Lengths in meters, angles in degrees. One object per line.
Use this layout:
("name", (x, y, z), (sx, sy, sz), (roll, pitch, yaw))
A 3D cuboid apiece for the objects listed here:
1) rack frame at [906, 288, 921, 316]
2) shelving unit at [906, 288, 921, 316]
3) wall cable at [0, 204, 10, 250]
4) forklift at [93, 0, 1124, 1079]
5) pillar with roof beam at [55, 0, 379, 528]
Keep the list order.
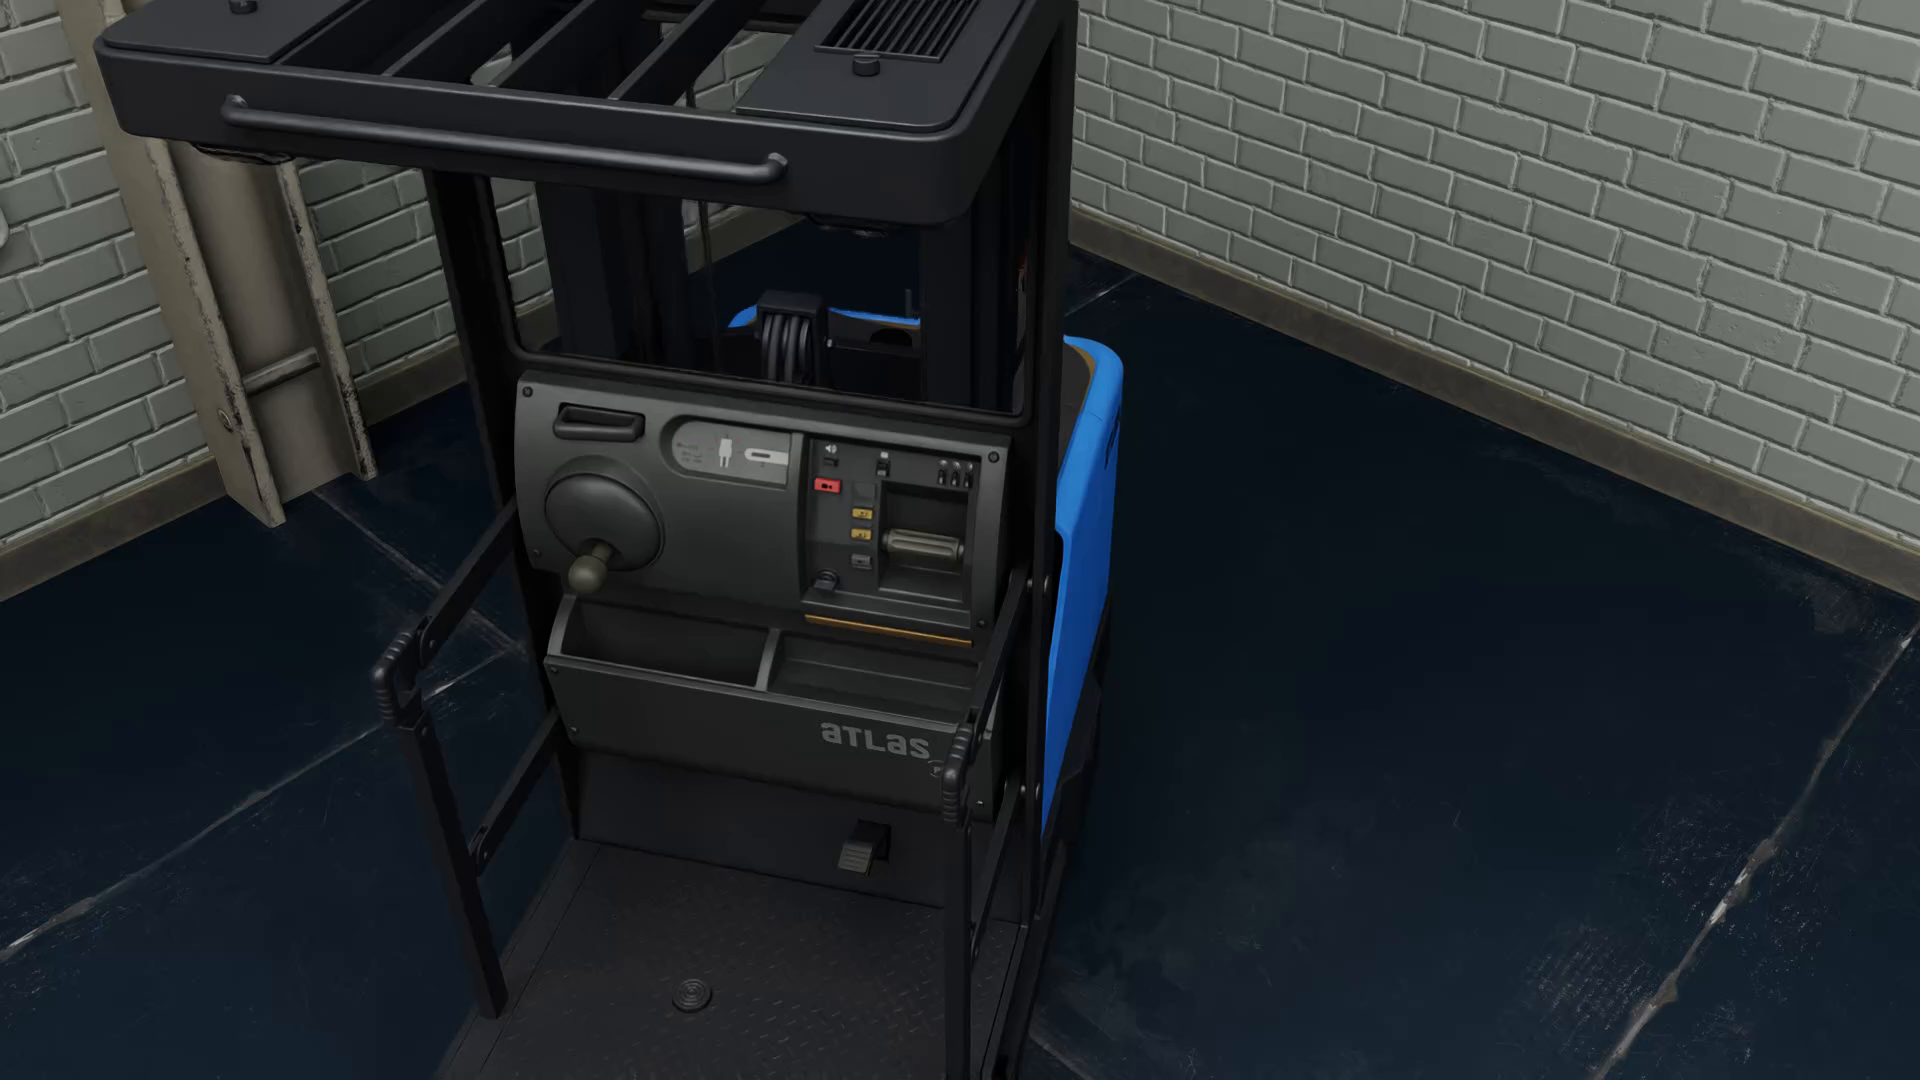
("rack frame", (-0.063, -0.309, 4.916), (0.240, 0.900, 0.006), (30, 47, 32))
("shelving unit", (0.005, -0.356, 4.975), (0.258, 0.900, 0.210), (30, 47, 32))
("wall cable", (-3.191, -1.146, 3.465), (0.084, 1.984, 1.851), (30, 47, 32))
("forklift", (-0.423, 0.017, 2.874), (1.130, 2.935, 3.031), (9, 39, 11))
("pillar with roof beam", (1.004, -1.907, 0.418), (9.100, 9.000, 0.400), (30, 47, 32))
